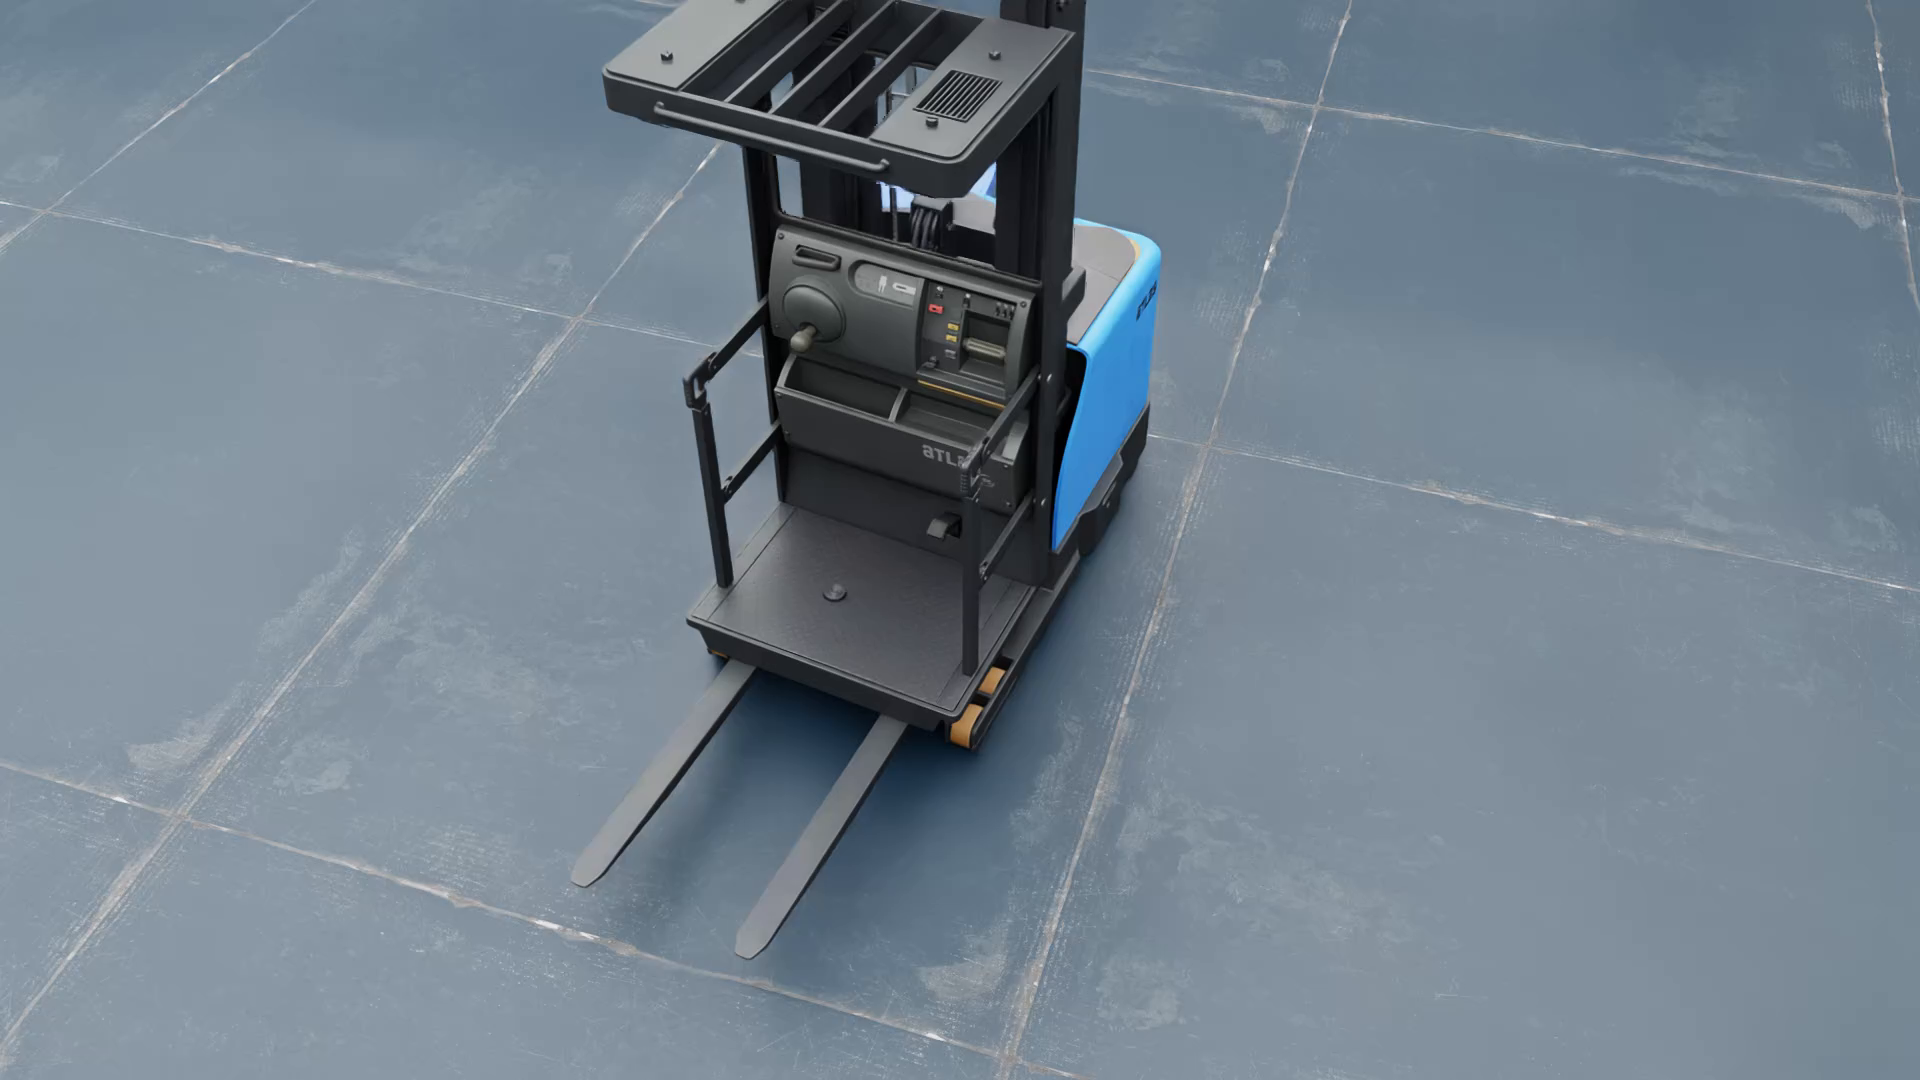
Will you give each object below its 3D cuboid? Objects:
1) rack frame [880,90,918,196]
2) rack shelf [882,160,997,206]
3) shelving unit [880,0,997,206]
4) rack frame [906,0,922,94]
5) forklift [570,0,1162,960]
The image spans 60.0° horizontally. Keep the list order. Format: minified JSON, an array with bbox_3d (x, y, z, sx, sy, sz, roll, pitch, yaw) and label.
[{"bbox_3d":[-0.266,-1.296,7.003,0.500,1.500,0.032,11,45,11],"label":"rack frame"},{"bbox_3d":[-0.134,-1.511,7.479,0.538,0.185,1.000,11,45,11],"label":"rack shelf"},{"bbox_3d":[-0.134,-1.640,7.353,0.538,1.500,1.048,11,45,11],"label":"shelving unit"},{"bbox_3d":[-0.002,-1.983,7.704,0.500,1.500,0.032,11,45,11],"label":"rack frame"},{"bbox_3d":[-0.297,-0.653,5.322,1.130,2.935,3.031,18,47,18],"label":"forklift"}]
